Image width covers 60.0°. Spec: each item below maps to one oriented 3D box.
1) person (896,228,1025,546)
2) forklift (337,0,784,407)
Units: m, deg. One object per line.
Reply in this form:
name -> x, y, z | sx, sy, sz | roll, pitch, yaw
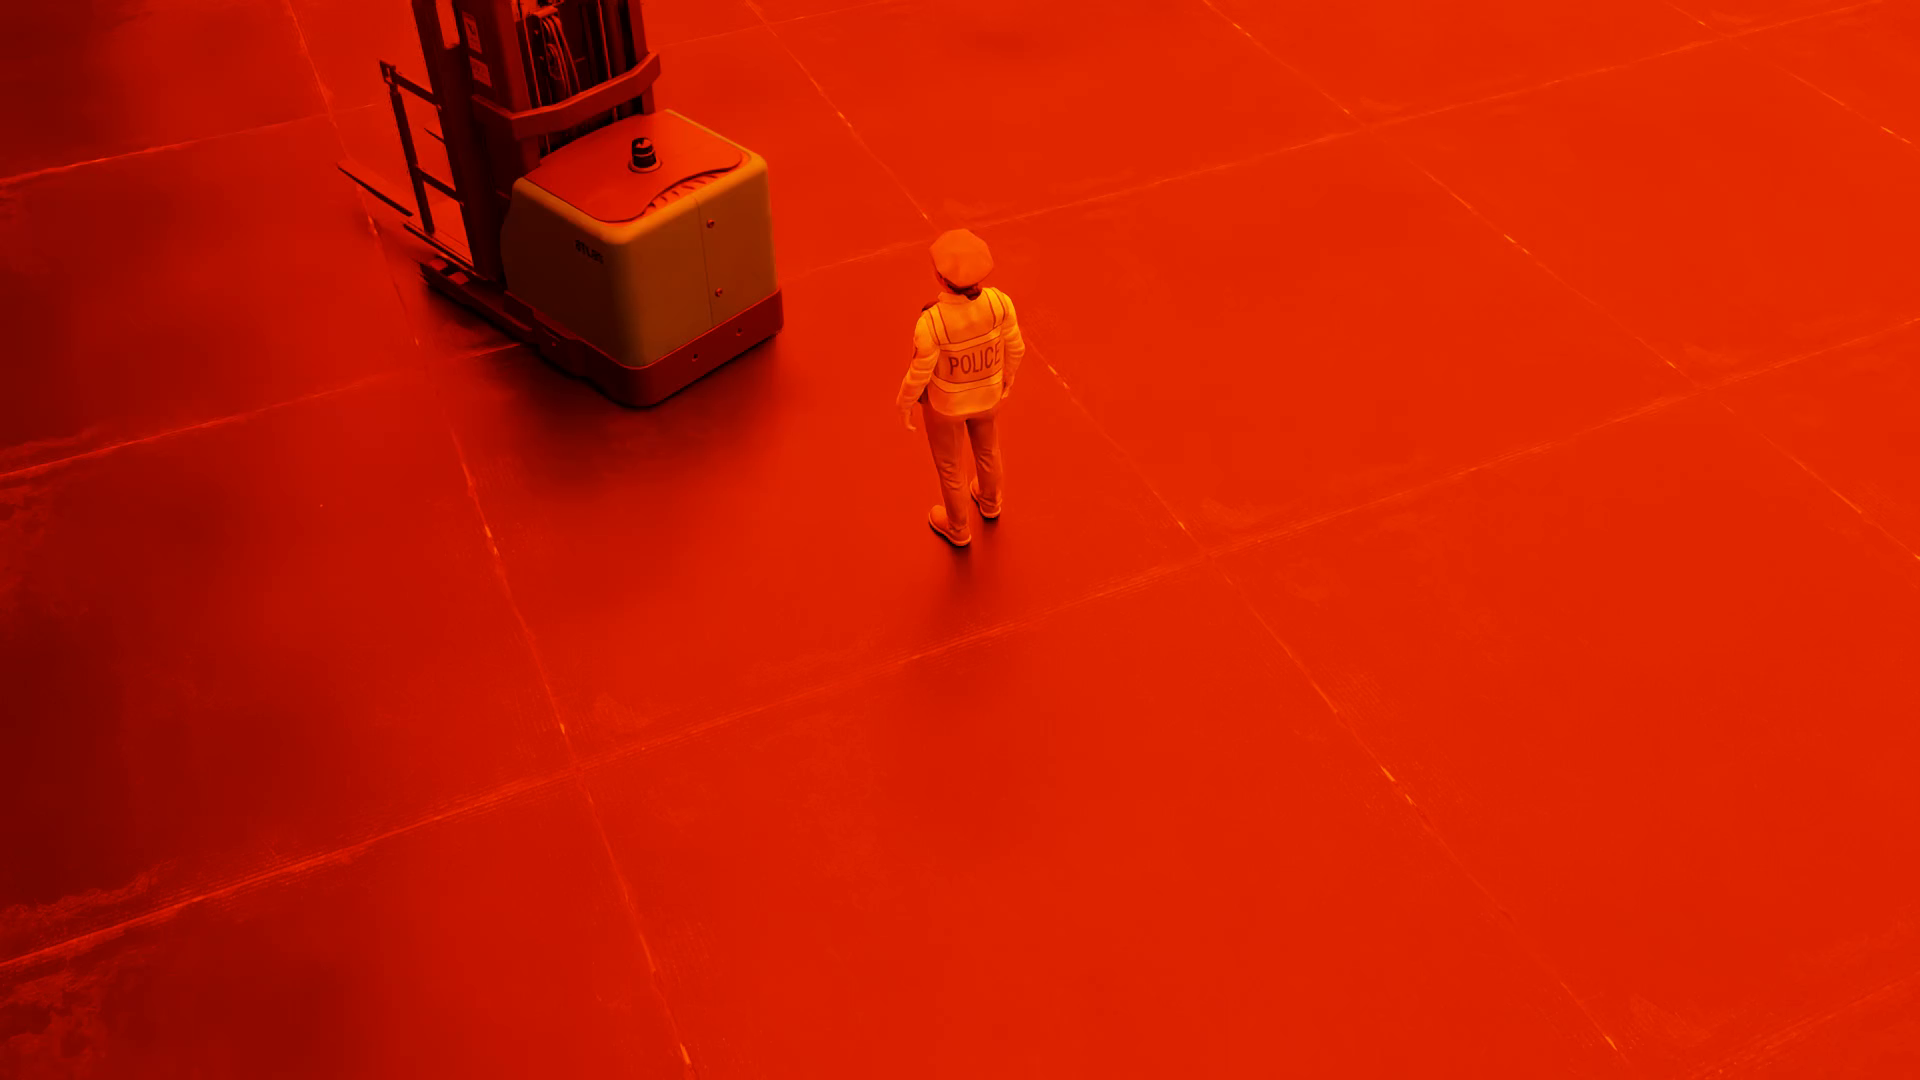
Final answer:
person -> -0.023, -0.670, 7.293 | 0.586, 1.694, 0.530 | -18, 46, -18
forklift -> -2.376, -2.627, 8.495 | 3.031, 2.935, 1.130 | 32, 52, 30
